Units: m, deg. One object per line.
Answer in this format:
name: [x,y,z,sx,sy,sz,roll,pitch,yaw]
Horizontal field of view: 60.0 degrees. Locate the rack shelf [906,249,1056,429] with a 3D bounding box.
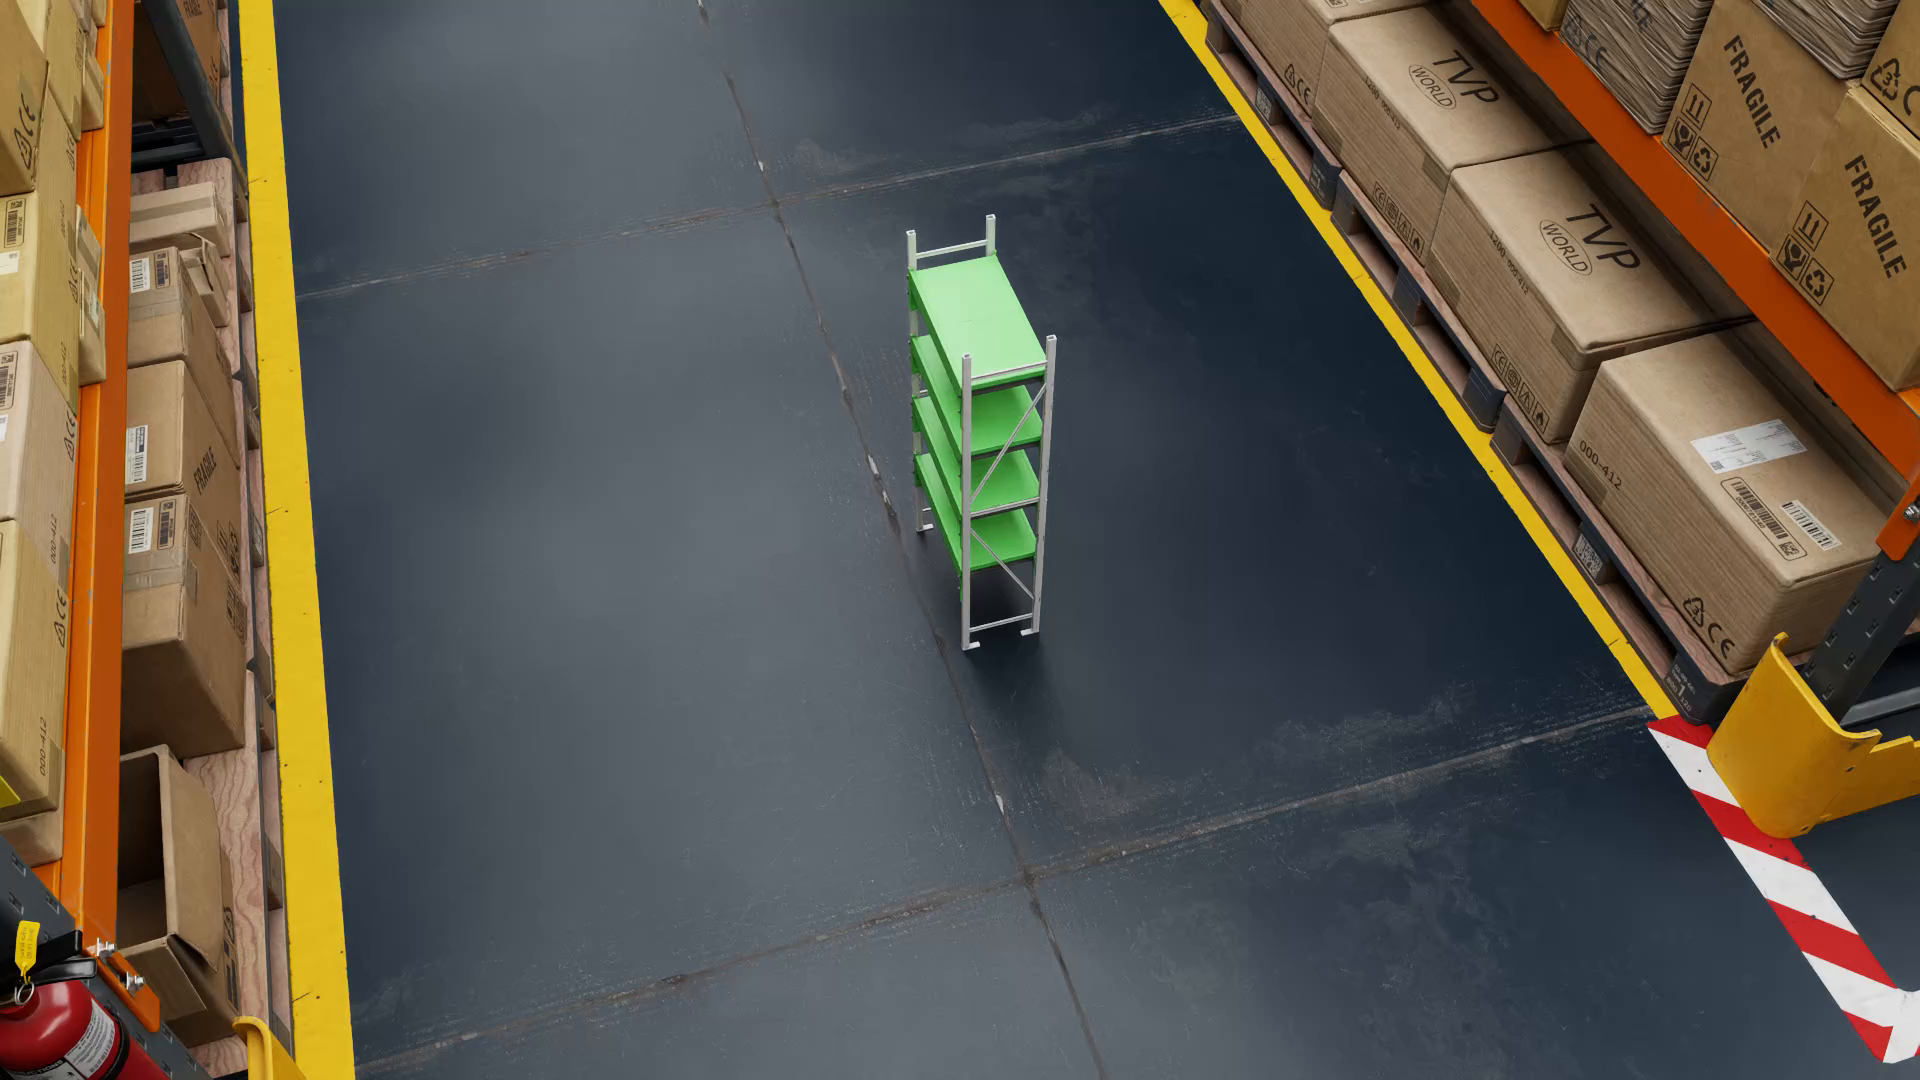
rack shelf: [0.049,-0.534,4.371,0.258,0.148,0.480,-13,51,-11]

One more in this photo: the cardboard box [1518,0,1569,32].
cardboard box: [1.855,-1.851,4.783,0.500,0.500,0.500,-12,51,-10]

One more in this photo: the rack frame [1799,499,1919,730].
rack frame: [2.711,-0.409,3.633,1.000,3.000,0.127,-13,51,-11]

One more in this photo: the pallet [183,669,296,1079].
pallet: [-2.289,0.977,4.288,1.003,0.211,1.213,-13,51,-11]

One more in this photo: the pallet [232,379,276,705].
pallet: [-2.646,0.088,5.038,1.003,0.211,1.213,-13,51,-11]

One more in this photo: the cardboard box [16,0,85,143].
cardboard box: [-2.531,-1.206,4.209,0.500,0.250,0.500,-14,51,-11]

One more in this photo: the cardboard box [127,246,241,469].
cardboard box: [-2.642,-0.473,5.047,0.700,0.500,0.500,-15,52,-12]

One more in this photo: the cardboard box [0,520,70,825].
cardboard box: [-1.906,0.276,2.959,0.500,0.250,0.500,-13,51,-11]

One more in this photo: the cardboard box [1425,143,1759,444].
cardboard box: [2.142,-0.845,5.401,0.875,0.438,0.875,-12,51,-10]

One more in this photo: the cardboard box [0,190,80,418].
cardboard box: [-2.209,-0.462,3.581,0.500,0.250,0.500,-14,51,-12]

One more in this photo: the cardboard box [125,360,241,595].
cardboard box: [-2.396,-0.124,4.753,0.500,0.500,0.500,-12,51,-10]

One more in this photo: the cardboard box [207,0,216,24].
cardboard box: [-3.307,-2.326,6.609,0.500,0.500,0.500,-14,51,-11]

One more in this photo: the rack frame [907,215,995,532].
rack frame: [-0.023,-0.444,4.840,0.240,1.200,0.015,-13,51,-11]

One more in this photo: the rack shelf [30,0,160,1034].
rack shelf: [-2.621,-0.513,4.191,1.077,0.370,4.000,-13,51,-11]

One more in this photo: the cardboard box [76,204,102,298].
cardboard box: [-2.295,-0.645,3.996,0.380,0.149,0.250,-12,51,-10]

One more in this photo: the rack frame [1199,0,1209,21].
rack frame: [1.528,-3.331,6.096,1.000,3.000,0.127,-13,51,-11]

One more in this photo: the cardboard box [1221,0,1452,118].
cardboard box: [1.611,-2.157,6.508,0.875,0.438,0.875,-14,51,-12]

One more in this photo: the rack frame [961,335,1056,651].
rack frame: [0.121,-0.088,4.539,0.240,1.200,0.015,-13,51,-11]

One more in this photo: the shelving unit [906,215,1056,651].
shelving unit: [0.049,-0.266,4.689,0.258,1.200,0.503,-13,51,-11]

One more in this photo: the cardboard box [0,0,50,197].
cardboard box: [-2.350,-1.061,3.596,0.500,0.500,0.500,-12,51,-10]

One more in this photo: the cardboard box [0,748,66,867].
cardboard box: [-1.864,0.495,3.035,0.380,0.149,0.250,-14,51,-11]

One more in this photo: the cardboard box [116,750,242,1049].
cardboard box: [-2.120,0.917,3.873,0.797,0.503,0.637,-15,52,-12]

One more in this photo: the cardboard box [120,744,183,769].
cardboard box: [-2.208,0.712,4.278,0.380,0.149,0.250,-15,52,-12]

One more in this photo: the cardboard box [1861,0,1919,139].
cardboard box: [2.341,-1.062,3.464,0.500,0.500,0.500,-12,51,-10]

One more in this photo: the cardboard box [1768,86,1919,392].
cardboard box: [2.316,-0.734,3.841,0.500,0.500,0.500,-13,51,-11]

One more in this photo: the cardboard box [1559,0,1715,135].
cardboard box: [2.020,-1.477,4.468,0.500,0.500,0.500,-12,51,-10]

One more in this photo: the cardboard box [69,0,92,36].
cardboard box: [-2.666,-1.574,4.518,0.500,0.250,0.500,-13,51,-11]

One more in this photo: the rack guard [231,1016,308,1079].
rack guard: [-2.052,1.466,3.687,1.175,0.500,0.348,-13,51,-11]

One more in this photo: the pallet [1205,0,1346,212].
pallet: [1.678,-1.859,6.679,1.003,0.211,1.213,-13,51,-11]

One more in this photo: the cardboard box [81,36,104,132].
cardboard box: [-2.525,-1.201,4.465,0.380,0.149,0.250,-14,51,-12]

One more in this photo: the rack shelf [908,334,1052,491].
rack shelf: [0.049,-0.379,4.555,0.258,0.148,0.480,-13,51,-11]

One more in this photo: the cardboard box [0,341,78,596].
cardboard box: [-2.055,-0.092,3.269,0.500,0.250,0.500,-13,51,-11]

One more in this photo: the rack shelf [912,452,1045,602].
rack shelf: [0.049,-0.070,4.922,0.258,0.148,0.480,-13,51,-11]

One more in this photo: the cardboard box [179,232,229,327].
cardboard box: [-2.661,-0.858,5.525,0.396,0.266,0.258,-12,51,-10]

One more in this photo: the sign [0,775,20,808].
sign: [-1.511,0.314,2.457,0.100,0.325,0.005,-13,51,-11]

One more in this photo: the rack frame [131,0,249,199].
rack frame: [-3.212,-2.206,5.147,1.000,3.000,0.127,-13,51,-11]

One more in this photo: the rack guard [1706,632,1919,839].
rack guard: [2.718,0.414,4.574,1.175,0.500,0.348,-13,51,-11]

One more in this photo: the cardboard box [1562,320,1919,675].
cardboard box: [2.420,-0.178,4.839,0.875,0.438,0.875,-15,51,-12]

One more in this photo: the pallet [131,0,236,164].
pallet: [-3.489,-1.892,6.707,1.003,0.211,1.213,-13,51,-11]

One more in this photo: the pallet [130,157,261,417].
pallet: [-3.010,-0.805,5.791,1.003,0.211,1.213,-13,51,-11]

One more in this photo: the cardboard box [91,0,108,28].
cardboard box: [-2.679,-1.579,4.784,0.380,0.149,0.250,-12,51,-10]

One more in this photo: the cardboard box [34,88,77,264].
cardboard box: [-2.380,-0.830,3.892,0.500,0.250,0.500,-15,51,-12]

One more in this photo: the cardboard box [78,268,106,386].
cardboard box: [-2.198,-0.457,3.838,0.380,0.149,0.250,-15,51,-12]

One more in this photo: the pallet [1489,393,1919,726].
pallet: [2.400,-0.077,5.177,1.003,0.211,1.213,-13,51,-11]

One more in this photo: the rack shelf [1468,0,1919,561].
rack shelf: [2.120,-1.638,5.139,1.077,0.370,4.000,-13,51,-11]

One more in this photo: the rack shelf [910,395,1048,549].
rack shelf: [0.049,-0.225,4.738,0.258,0.148,0.480,-13,51,-11]

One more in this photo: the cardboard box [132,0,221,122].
cardboard box: [-3.140,-1.939,6.283,0.500,0.500,0.500,-11,51,-9]

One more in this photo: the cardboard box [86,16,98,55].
cardboard box: [-2.627,-1.381,4.617,0.380,0.149,0.250,-12,51,-10]

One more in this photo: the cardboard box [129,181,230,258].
cardboard box: [-2.767,-1.081,5.790,0.380,0.149,0.250,-15,51,-12]

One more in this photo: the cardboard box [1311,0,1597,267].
cardboard box: [1.877,-1.504,5.957,0.875,0.438,0.875,-15,51,-12]

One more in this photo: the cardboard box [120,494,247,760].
cardboard box: [-2.335,0.285,4.408,0.700,0.500,0.500,-11,51,-9]

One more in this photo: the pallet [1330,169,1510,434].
pallet: [2.043,-0.966,5.926,1.003,0.211,1.213,-13,51,-11]

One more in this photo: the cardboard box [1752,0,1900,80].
cardboard box: [2.159,-1.437,3.780,0.500,0.500,0.500,-13,51,-11]

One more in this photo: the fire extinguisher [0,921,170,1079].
fire extinguisher: [-1.544,0.864,2.854,0.296,0.674,0.183,-13,51,-11]

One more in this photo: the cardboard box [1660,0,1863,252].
cardboard box: [2.182,-1.104,4.153,0.500,0.500,0.500,-14,51,-12]
